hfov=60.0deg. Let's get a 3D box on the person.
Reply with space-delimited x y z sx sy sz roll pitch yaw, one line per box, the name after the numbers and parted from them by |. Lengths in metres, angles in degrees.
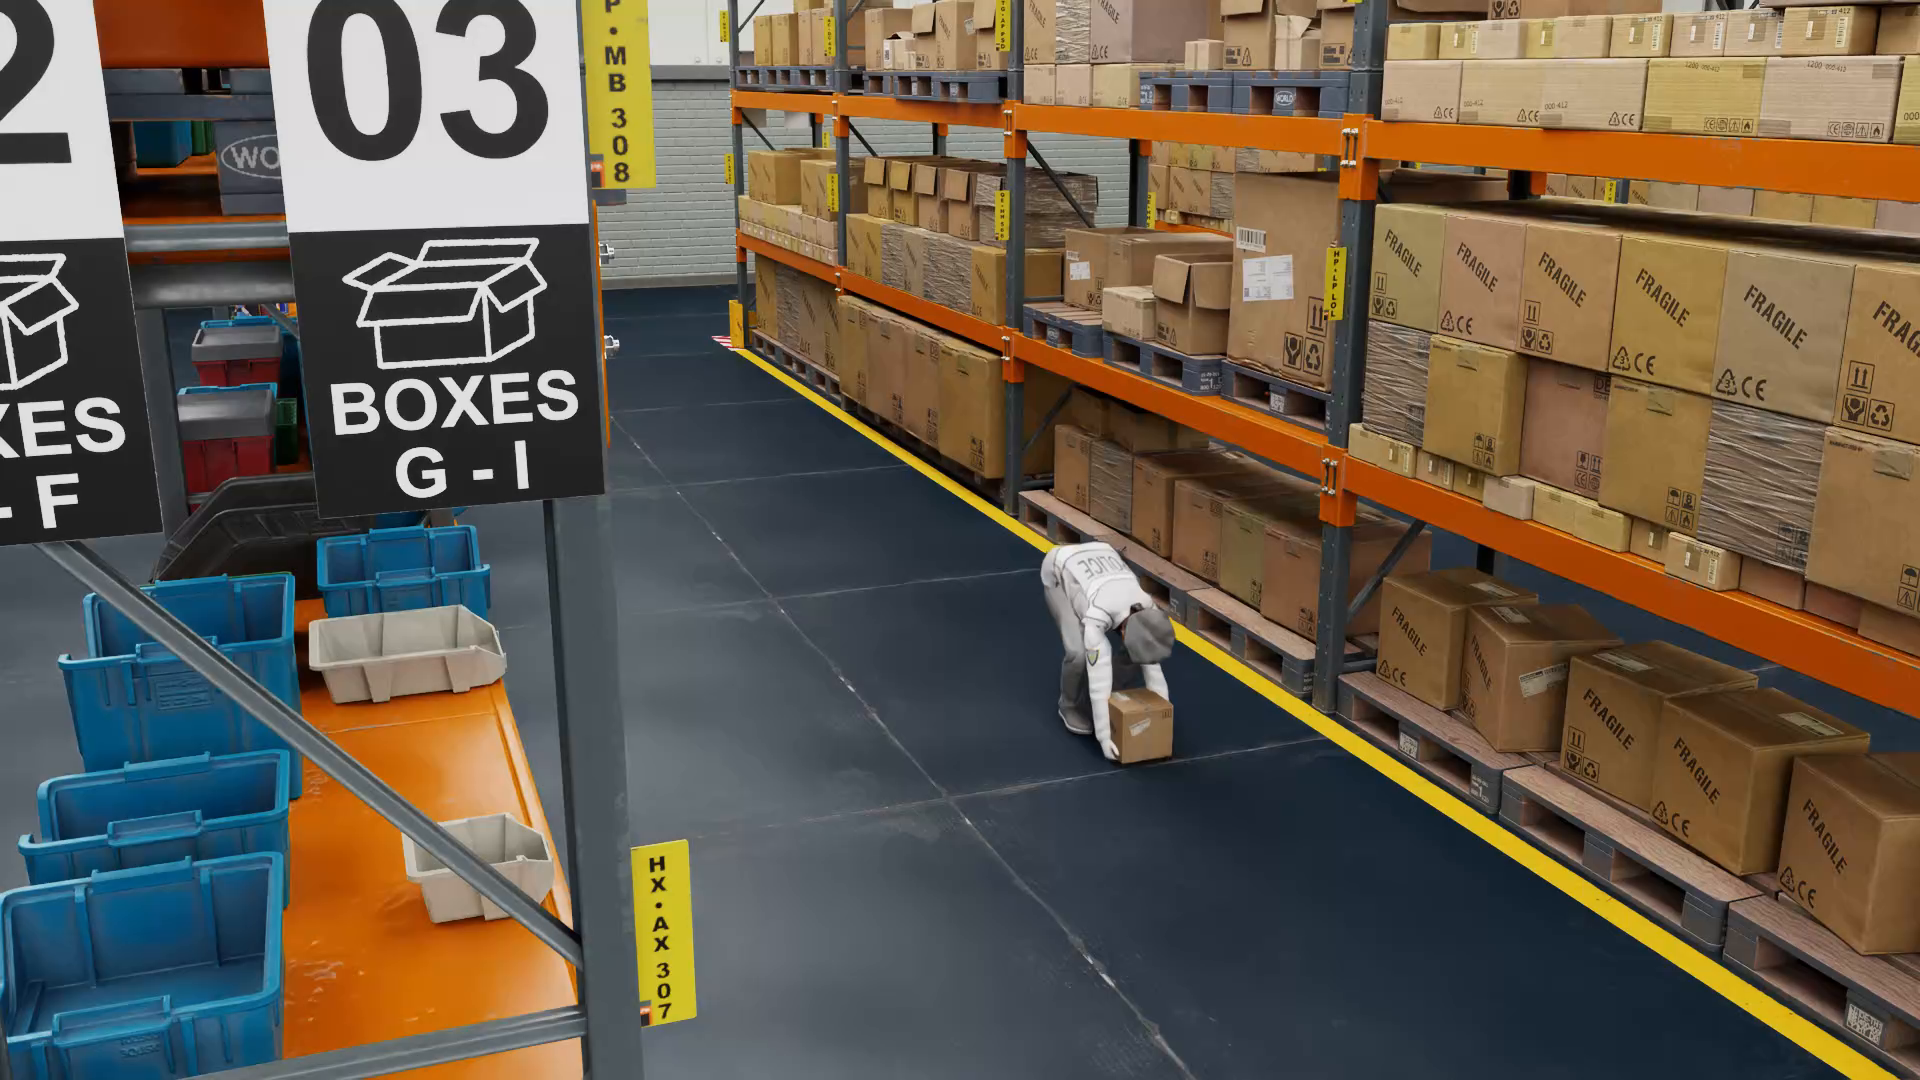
0.709 0.445 7.726 0.438 0.972 0.893 -7 17 -23 | person
